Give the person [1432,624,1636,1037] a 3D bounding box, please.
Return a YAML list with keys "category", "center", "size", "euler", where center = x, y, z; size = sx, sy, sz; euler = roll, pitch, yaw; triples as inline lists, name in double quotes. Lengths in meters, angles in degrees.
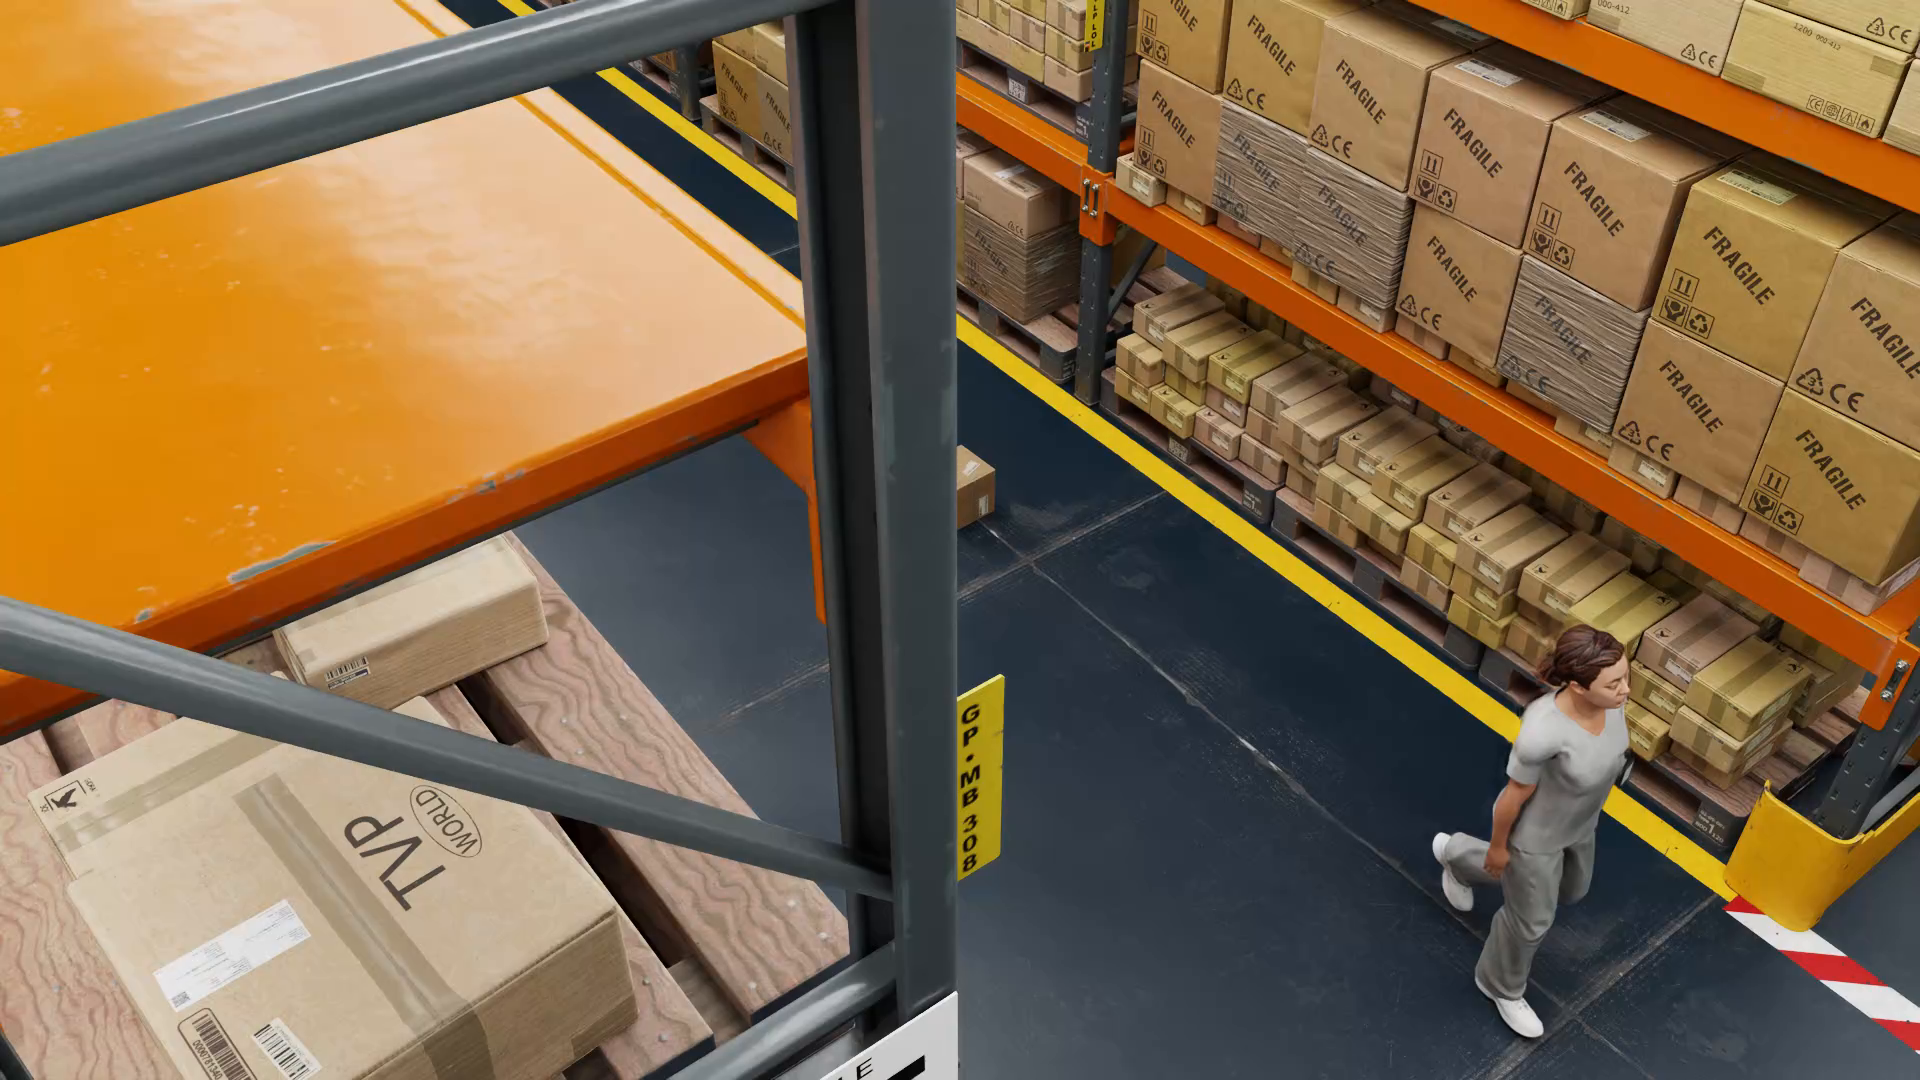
- category: "person"
  center: [1.843, 0.869, 5.374]
  size: [0.461, 1.655, 0.678]
  euler: [-24, 46, -26]
